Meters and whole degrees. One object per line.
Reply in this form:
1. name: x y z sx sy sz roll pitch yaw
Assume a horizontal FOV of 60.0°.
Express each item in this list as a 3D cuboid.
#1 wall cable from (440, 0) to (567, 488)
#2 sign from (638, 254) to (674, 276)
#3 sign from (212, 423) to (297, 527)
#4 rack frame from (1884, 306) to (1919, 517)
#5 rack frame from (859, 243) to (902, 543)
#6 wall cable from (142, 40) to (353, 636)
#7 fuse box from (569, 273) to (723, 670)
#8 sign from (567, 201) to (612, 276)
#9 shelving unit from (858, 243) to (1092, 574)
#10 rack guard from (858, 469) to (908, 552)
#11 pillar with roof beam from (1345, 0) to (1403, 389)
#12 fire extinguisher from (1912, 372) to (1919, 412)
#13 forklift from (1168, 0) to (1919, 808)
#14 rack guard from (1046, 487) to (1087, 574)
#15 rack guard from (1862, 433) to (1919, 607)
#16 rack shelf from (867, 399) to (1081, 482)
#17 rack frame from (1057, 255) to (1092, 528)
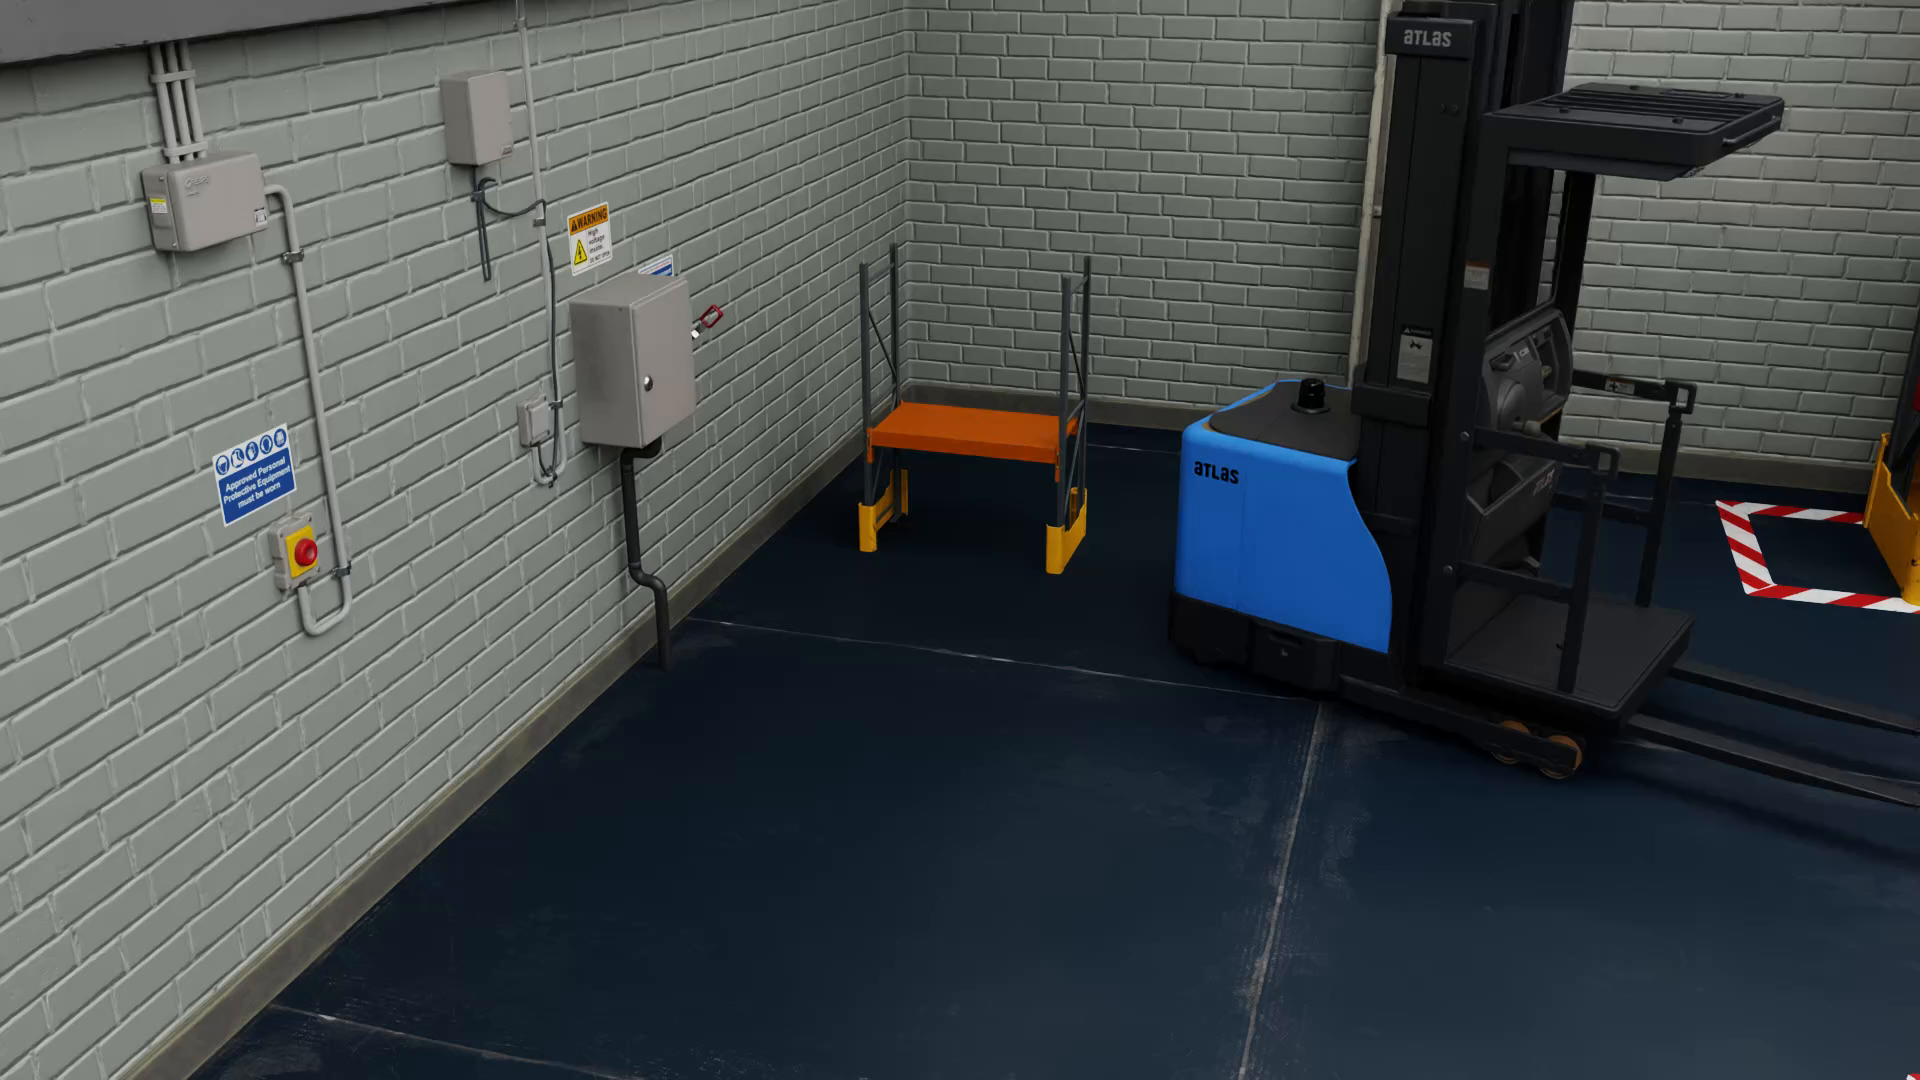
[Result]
1. wall cable: -1.620 -1.068 6.084 0.122 1.984 0.588 7 23 16
2. sign: -1.328 -0.987 7.350 0.001 0.494 0.329 7 23 16
3. sign: -2.091 -0.196 4.939 0.001 0.218 0.327 7 23 16
4. rack frame: 4.817 -1.276 7.928 0.127 3.000 1.000 7 23 16
5. rack frame: -0.405 -0.740 8.598 0.032 1.500 0.500 7 23 16
6. wall cable: -2.019 -0.566 4.818 0.123 1.953 0.585 7 23 16
7. fuse box: -1.272 -0.233 7.083 0.414 1.711 0.539 7 23 16
8. sign: -1.487 -1.214 6.688 0.001 0.242 0.339 7 23 16
9. shelving unit: 0.073 -0.686 8.465 1.083 1.500 0.587 7 23 16
10. rack guard: -0.404 -0.162 8.835 0.087 0.250 0.587 7 23 16
11. pillar with roof beam: 1.252 -3.111 4.496 0.400 9.000 9.100 7 23 16
12. fire extinguisher: 4.542 -0.916 7.644 0.183 0.674 0.296 7 23 16
13. forklift: 2.419 -0.652 6.497 3.031 2.935 1.130 16 27 34
14. rack guard: 0.550 -0.053 8.569 0.087 0.250 0.587 7 23 16
15. rack guard: 4.889 -0.111 8.382 0.348 0.500 1.175 7 23 16
16. rack shelf: 0.082 -0.518 8.531 1.000 0.185 0.538 7 23 16
17. rack frame: 0.568 -0.629 8.327 0.032 1.500 0.500 7 23 16
